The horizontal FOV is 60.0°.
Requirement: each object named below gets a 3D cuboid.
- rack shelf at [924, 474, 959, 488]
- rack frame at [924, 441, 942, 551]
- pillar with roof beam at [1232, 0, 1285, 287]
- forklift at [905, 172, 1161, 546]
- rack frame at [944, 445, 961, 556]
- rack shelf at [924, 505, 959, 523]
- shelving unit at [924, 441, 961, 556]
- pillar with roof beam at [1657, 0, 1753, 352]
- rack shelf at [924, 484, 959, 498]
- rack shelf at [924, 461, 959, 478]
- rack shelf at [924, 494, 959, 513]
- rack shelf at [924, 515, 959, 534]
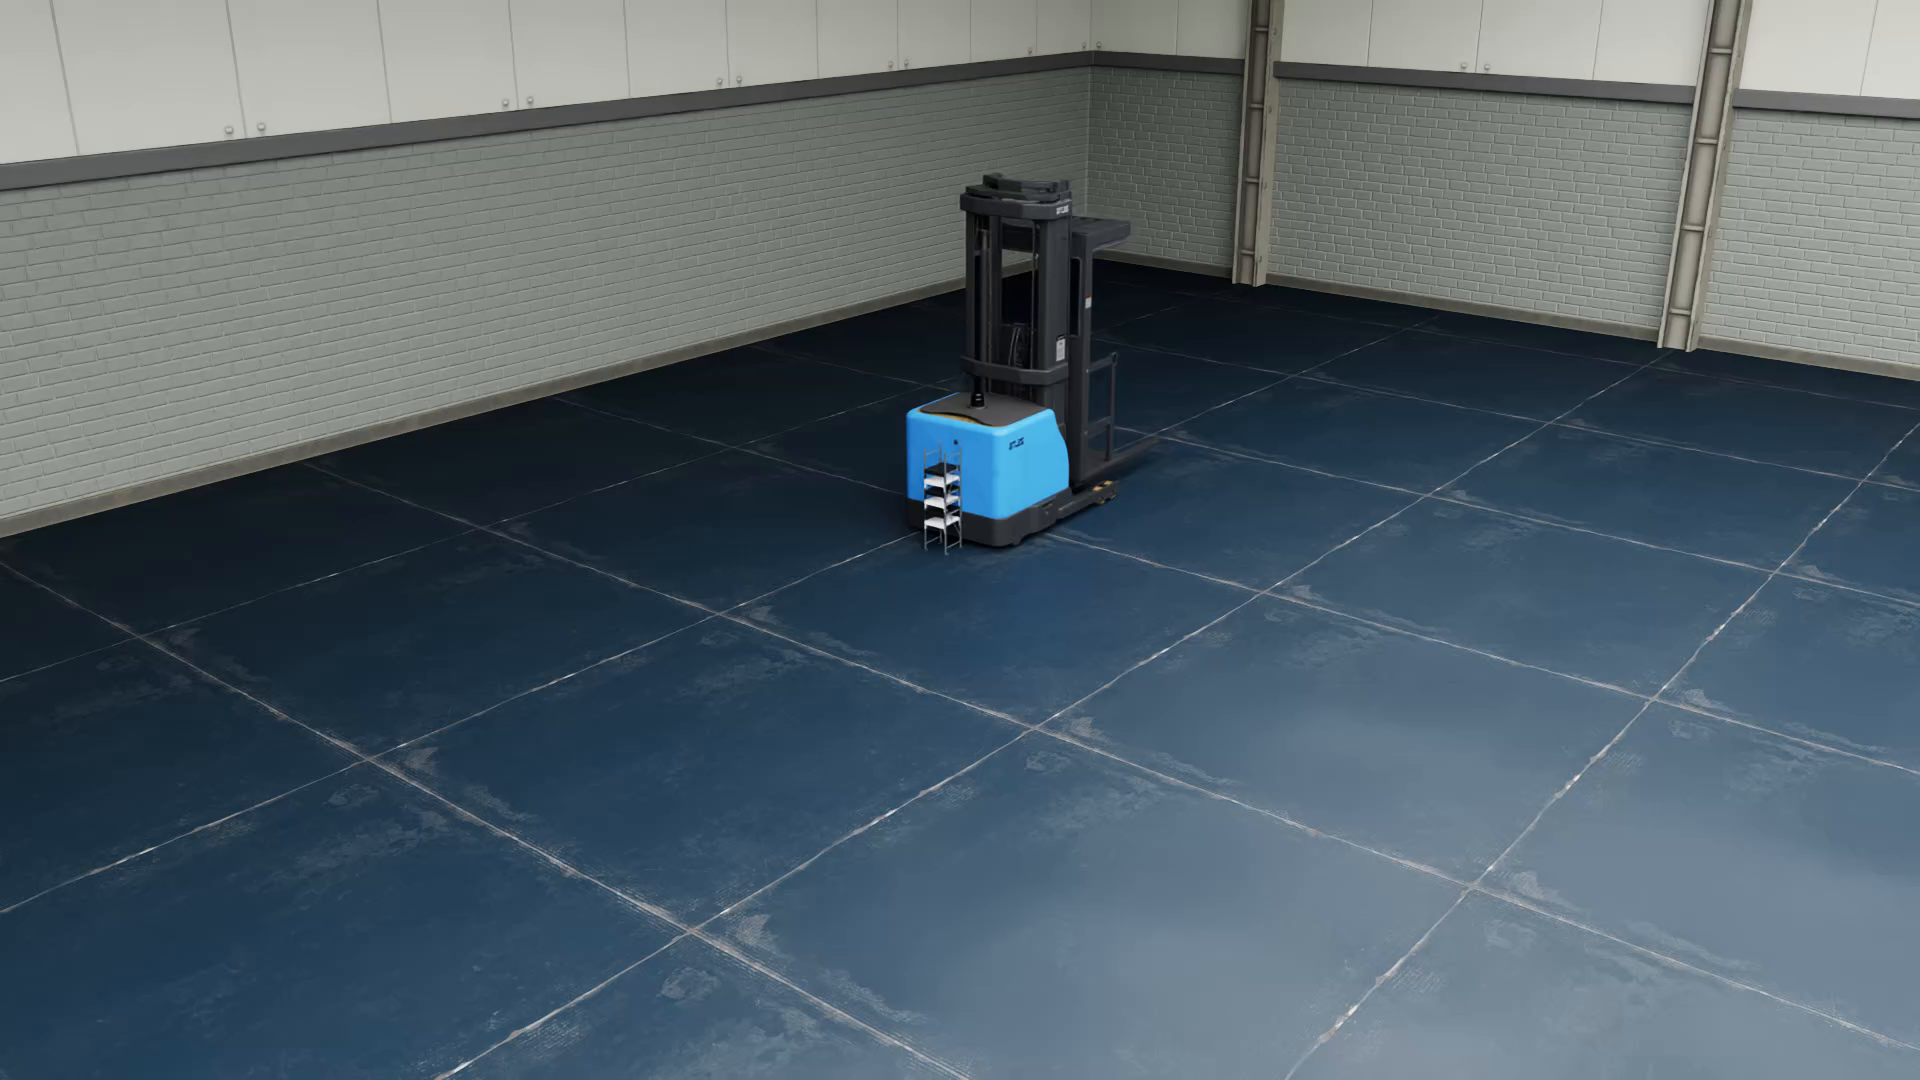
[{"bbox_3d":[-0.142,-0.481,13.752,0.200,0.077,0.258,14,25,32],"label":"rack shelf"},{"bbox_3d":[-0.226,-0.364,13.857,0.006,0.900,0.240,14,25,32],"label":"rack frame"},{"bbox_3d":[1.449,-6.742,19.292,0.400,9.000,9.100,16,26,36],"label":"pillar with roof beam"},{"bbox_3d":[0.795,-1.777,14.726,1.130,2.935,3.031,14,25,33],"label":"forklift"},{"bbox_3d":[-0.058,-0.323,13.750,0.006,0.900,0.240,14,25,32],"label":"rack frame"},{"bbox_3d":[-0.142,-0.228,13.847,0.200,0.077,0.258,14,25,32],"label":"rack shelf"},{"bbox_3d":[-0.142,-0.343,13.804,0.210,0.900,0.258,14,25,32],"label":"shelving unit"},{"bbox_3d":[6.098,-5.403,15.742,0.400,9.000,9.100,16,26,36],"label":"pillar with roof beam"},{"bbox_3d":[-0.142,-0.396,13.784,0.200,0.077,0.258,14,25,32],"label":"rack shelf"},{"bbox_3d":[-0.142,-0.565,13.720,0.200,0.077,0.258,14,25,32],"label":"rack shelf"},{"bbox_3d":[-0.142,-0.312,13.815,0.200,0.077,0.258,14,25,32],"label":"rack shelf"},{"bbox_3d":[-0.142,-0.144,13.879,0.200,0.077,0.258,14,25,32],"label":"rack shelf"}]
